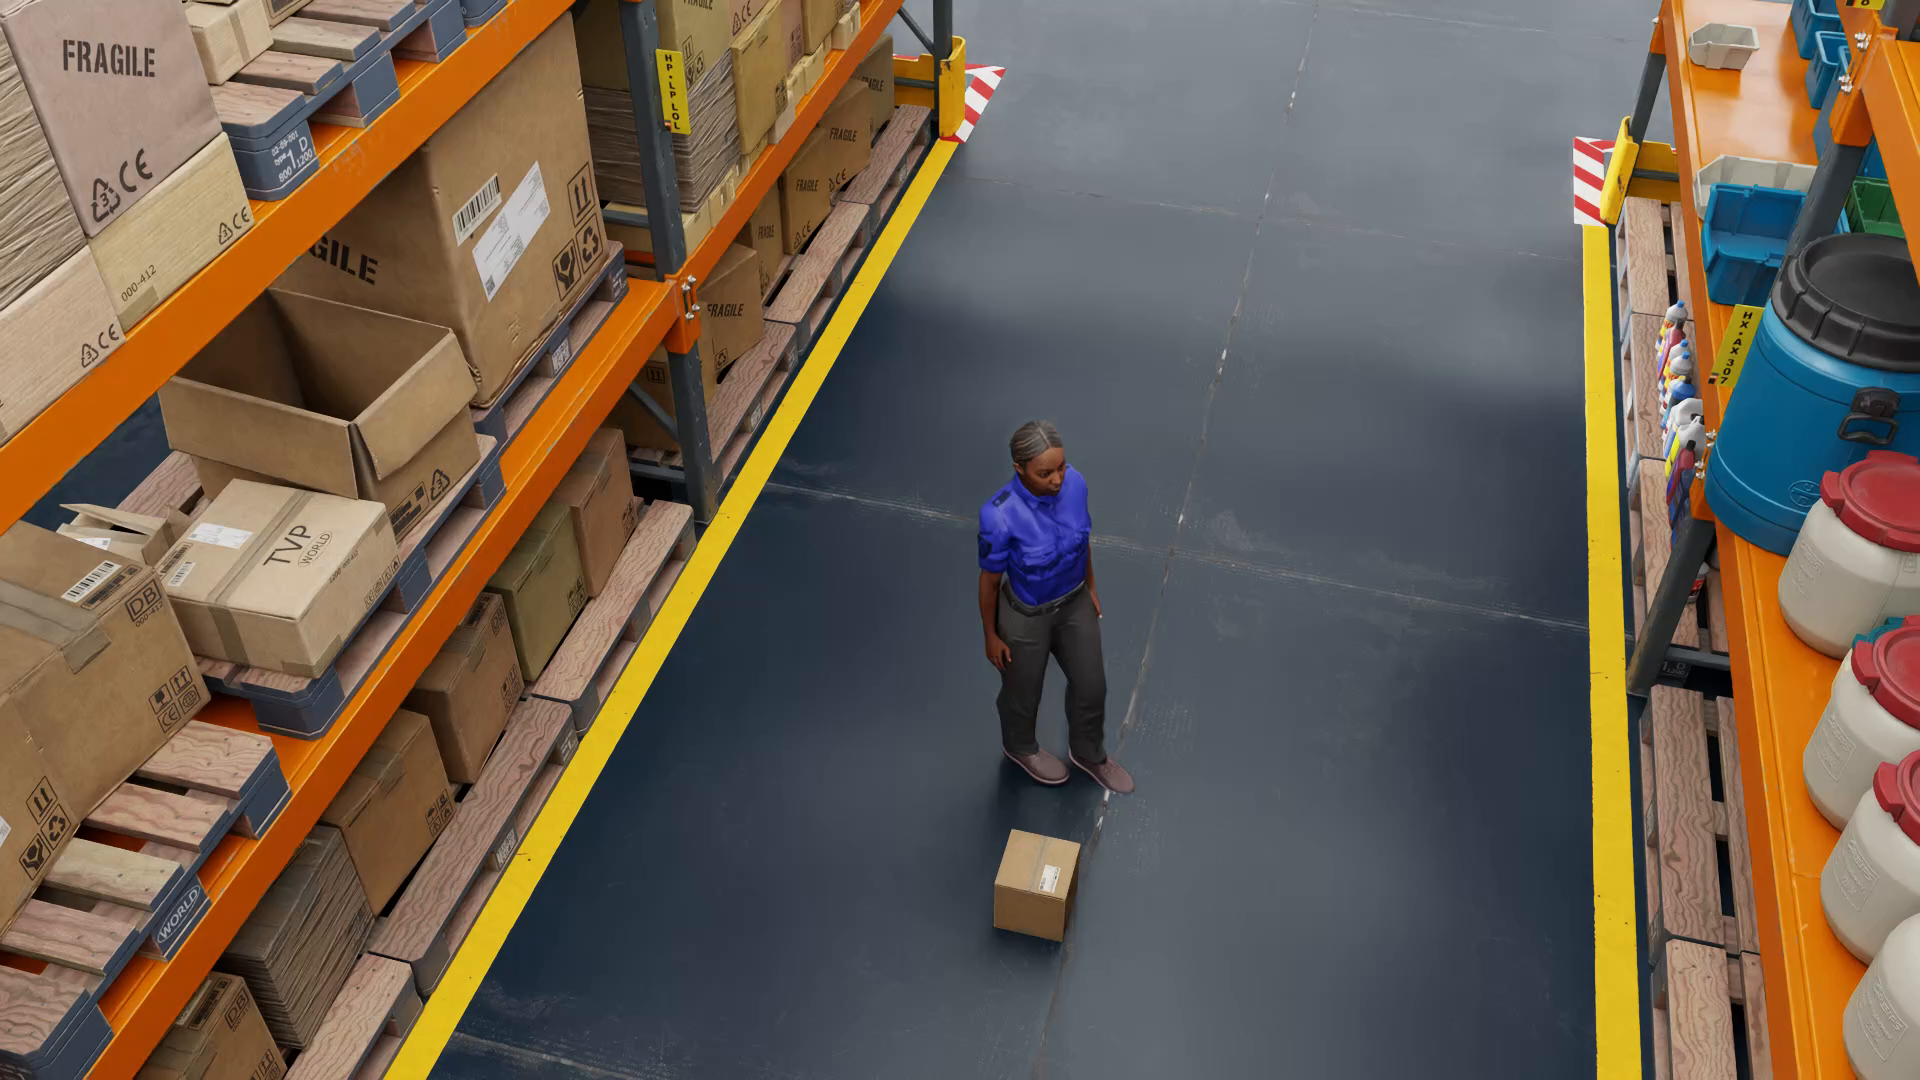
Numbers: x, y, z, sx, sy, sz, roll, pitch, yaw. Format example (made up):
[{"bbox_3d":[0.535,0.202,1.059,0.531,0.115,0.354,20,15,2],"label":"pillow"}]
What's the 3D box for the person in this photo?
[{"bbox_3d":[0.350,0.303,5.827,0.506,1.687,0.479,-27,48,-27],"label":"person"}]
